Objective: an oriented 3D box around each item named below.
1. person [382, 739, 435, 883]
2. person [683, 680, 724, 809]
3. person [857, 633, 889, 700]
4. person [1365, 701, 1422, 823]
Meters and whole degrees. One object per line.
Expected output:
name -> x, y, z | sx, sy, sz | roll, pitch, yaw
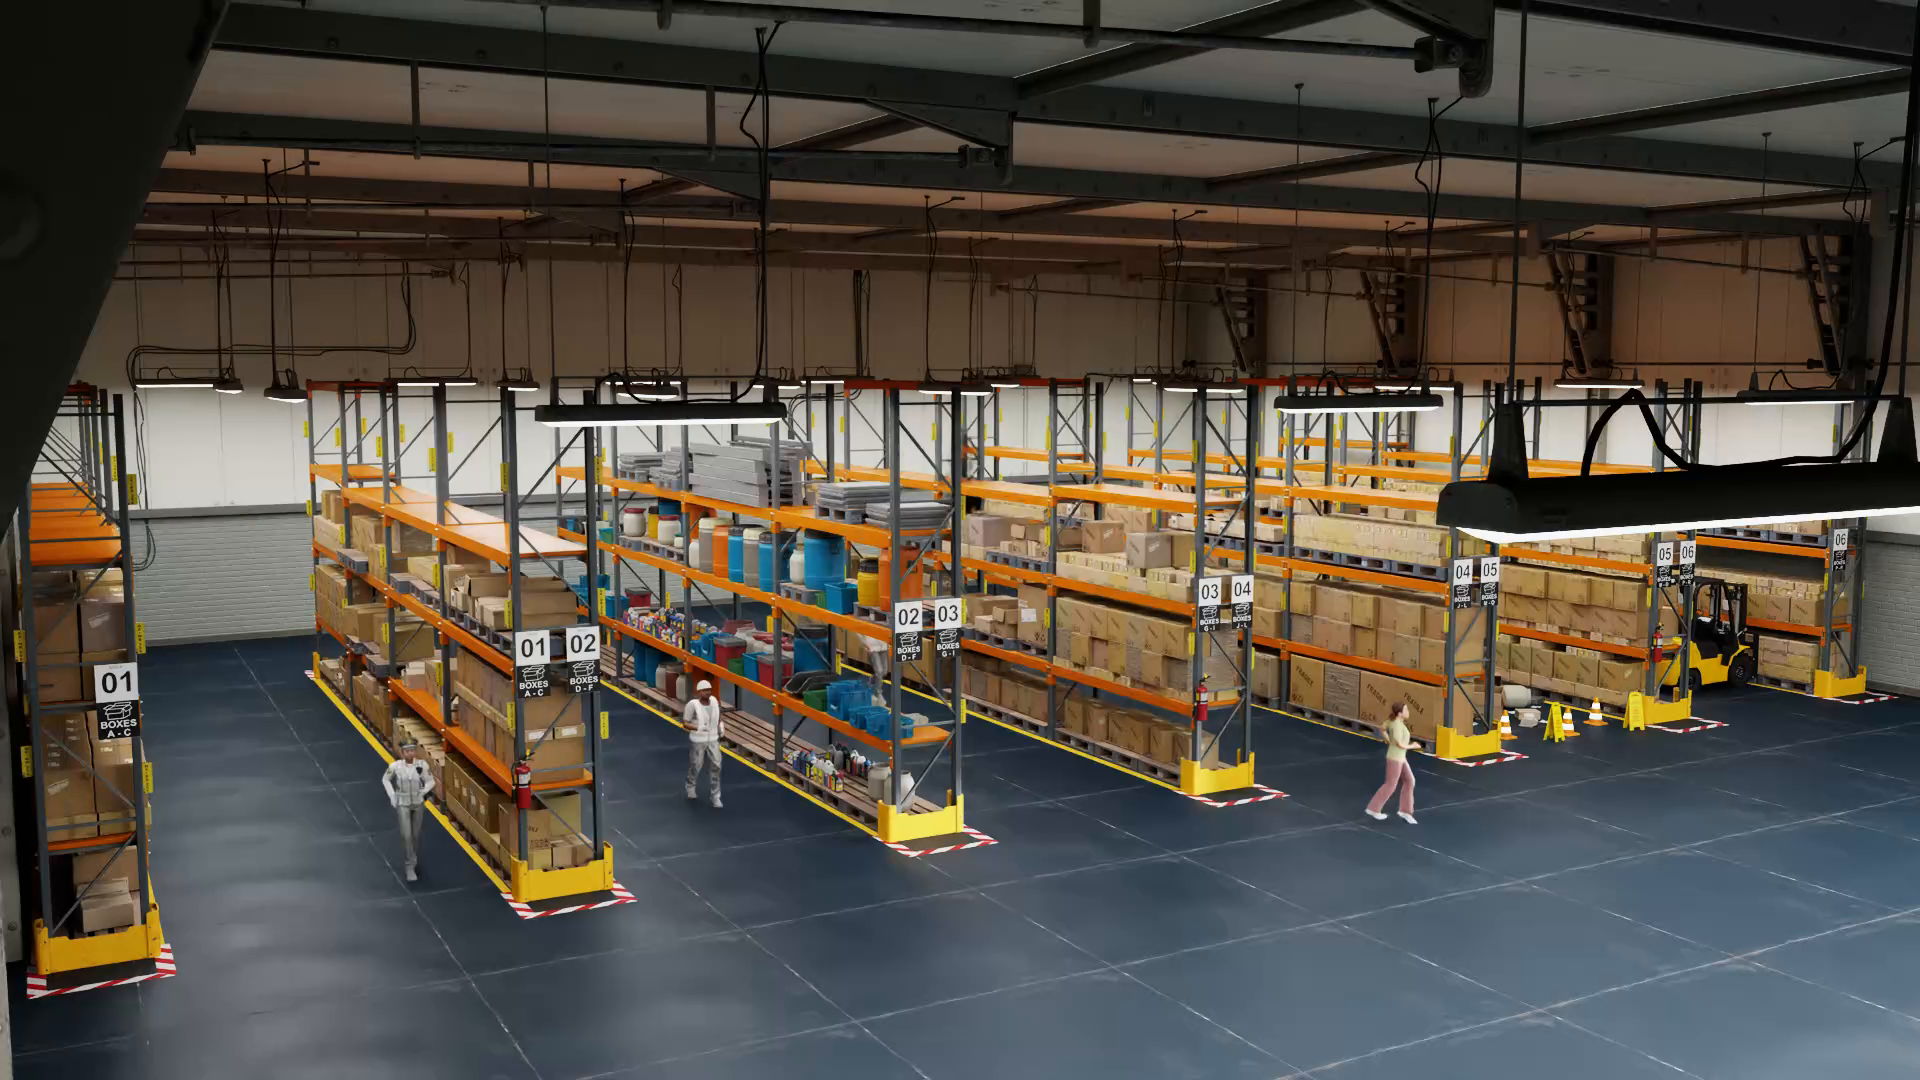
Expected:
person -> -6.822, 3.301, 20.619 | 0.594, 1.733, 0.796 | -3, 7, -26
person -> -3.674, 2.918, 23.870 | 0.703, 1.857, 0.786 | -4, 7, -35
person -> -1.506, 1.985, 30.043 | 0.659, 1.767, 0.627 | -3, 7, -29
person -> 5.978, 3.079, 22.917 | 0.735, 1.741, 0.589 | 1, 6, 14
